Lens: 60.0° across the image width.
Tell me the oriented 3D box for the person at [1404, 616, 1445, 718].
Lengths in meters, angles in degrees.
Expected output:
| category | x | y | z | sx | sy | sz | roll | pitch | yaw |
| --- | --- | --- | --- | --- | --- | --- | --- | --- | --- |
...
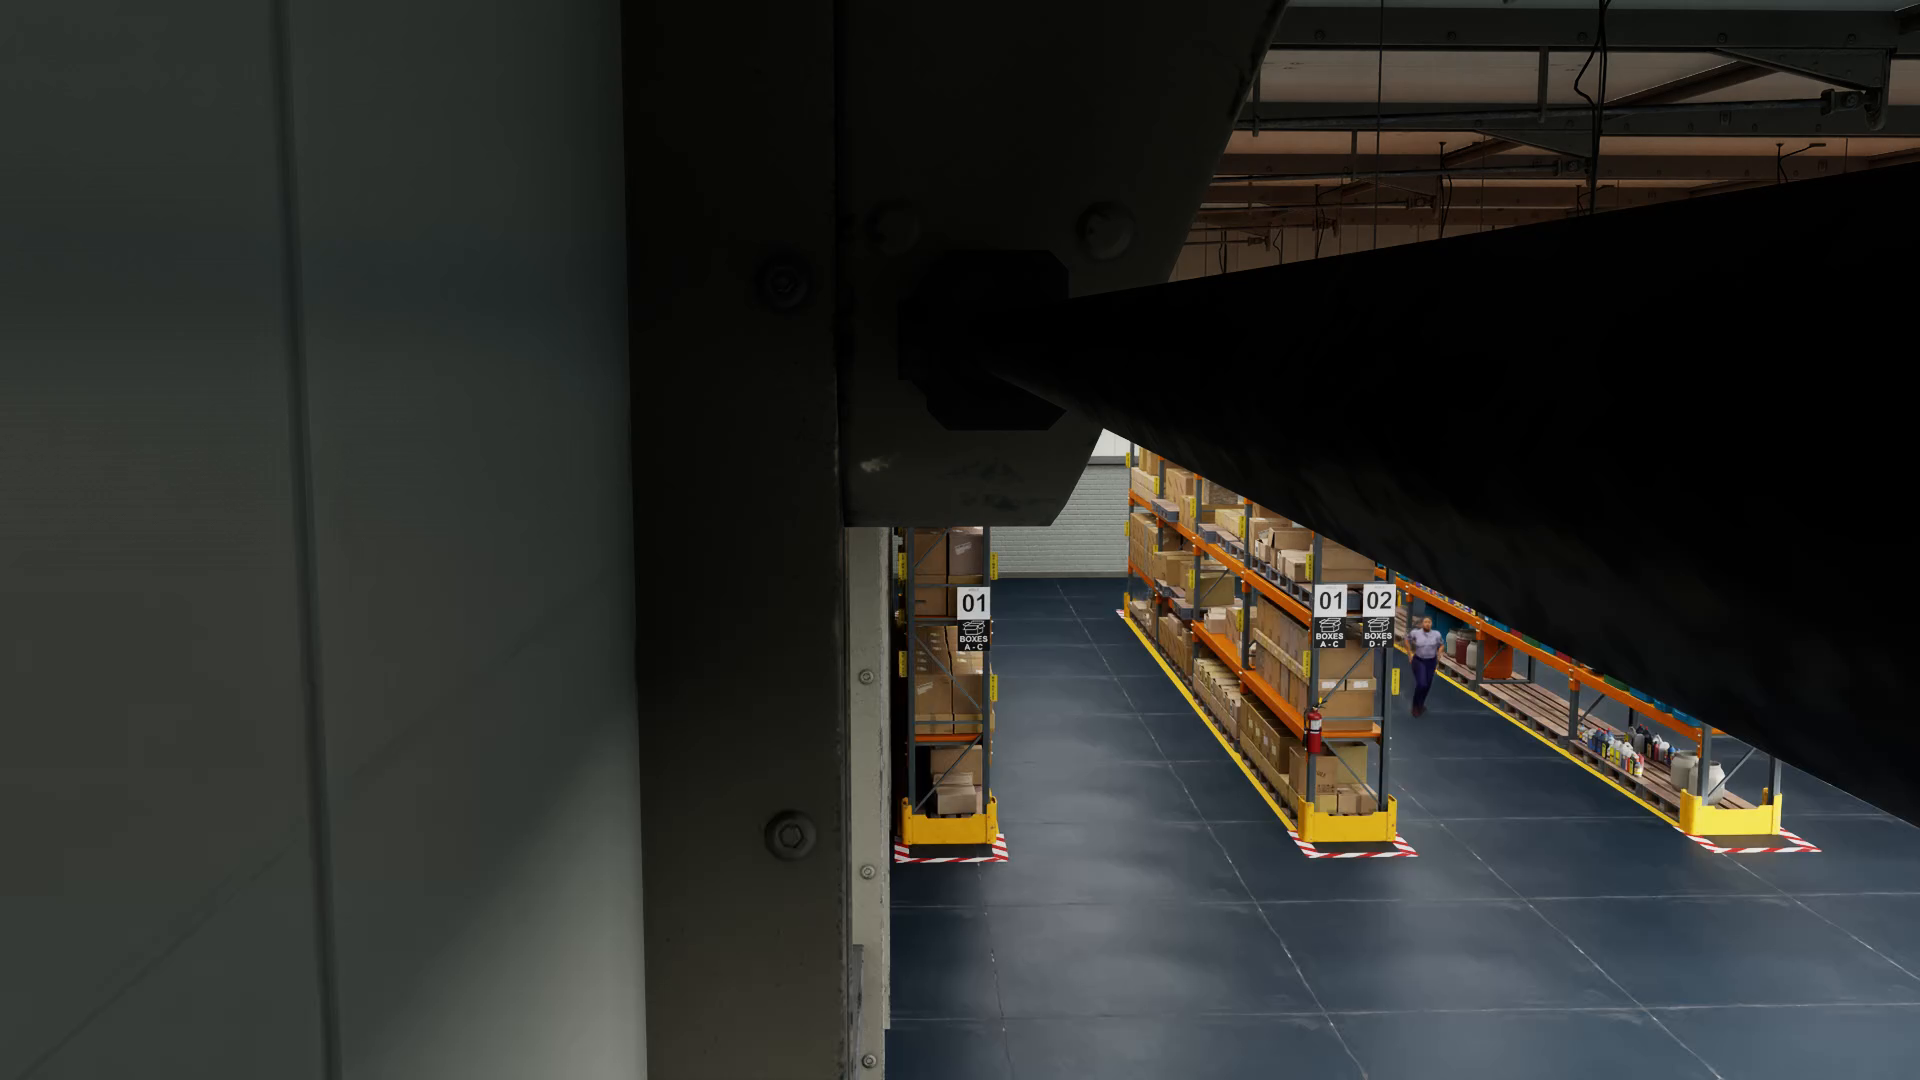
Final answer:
| category | x | y | z | sx | sy | sz | roll | pitch | yaw |
| --- | --- | --- | --- | --- | --- | --- | --- | --- | --- |
| person | 7.607 | 2.059 | 27.155 | 0.586 | 1.683 | 0.725 | -1 | 7 | -6 |
